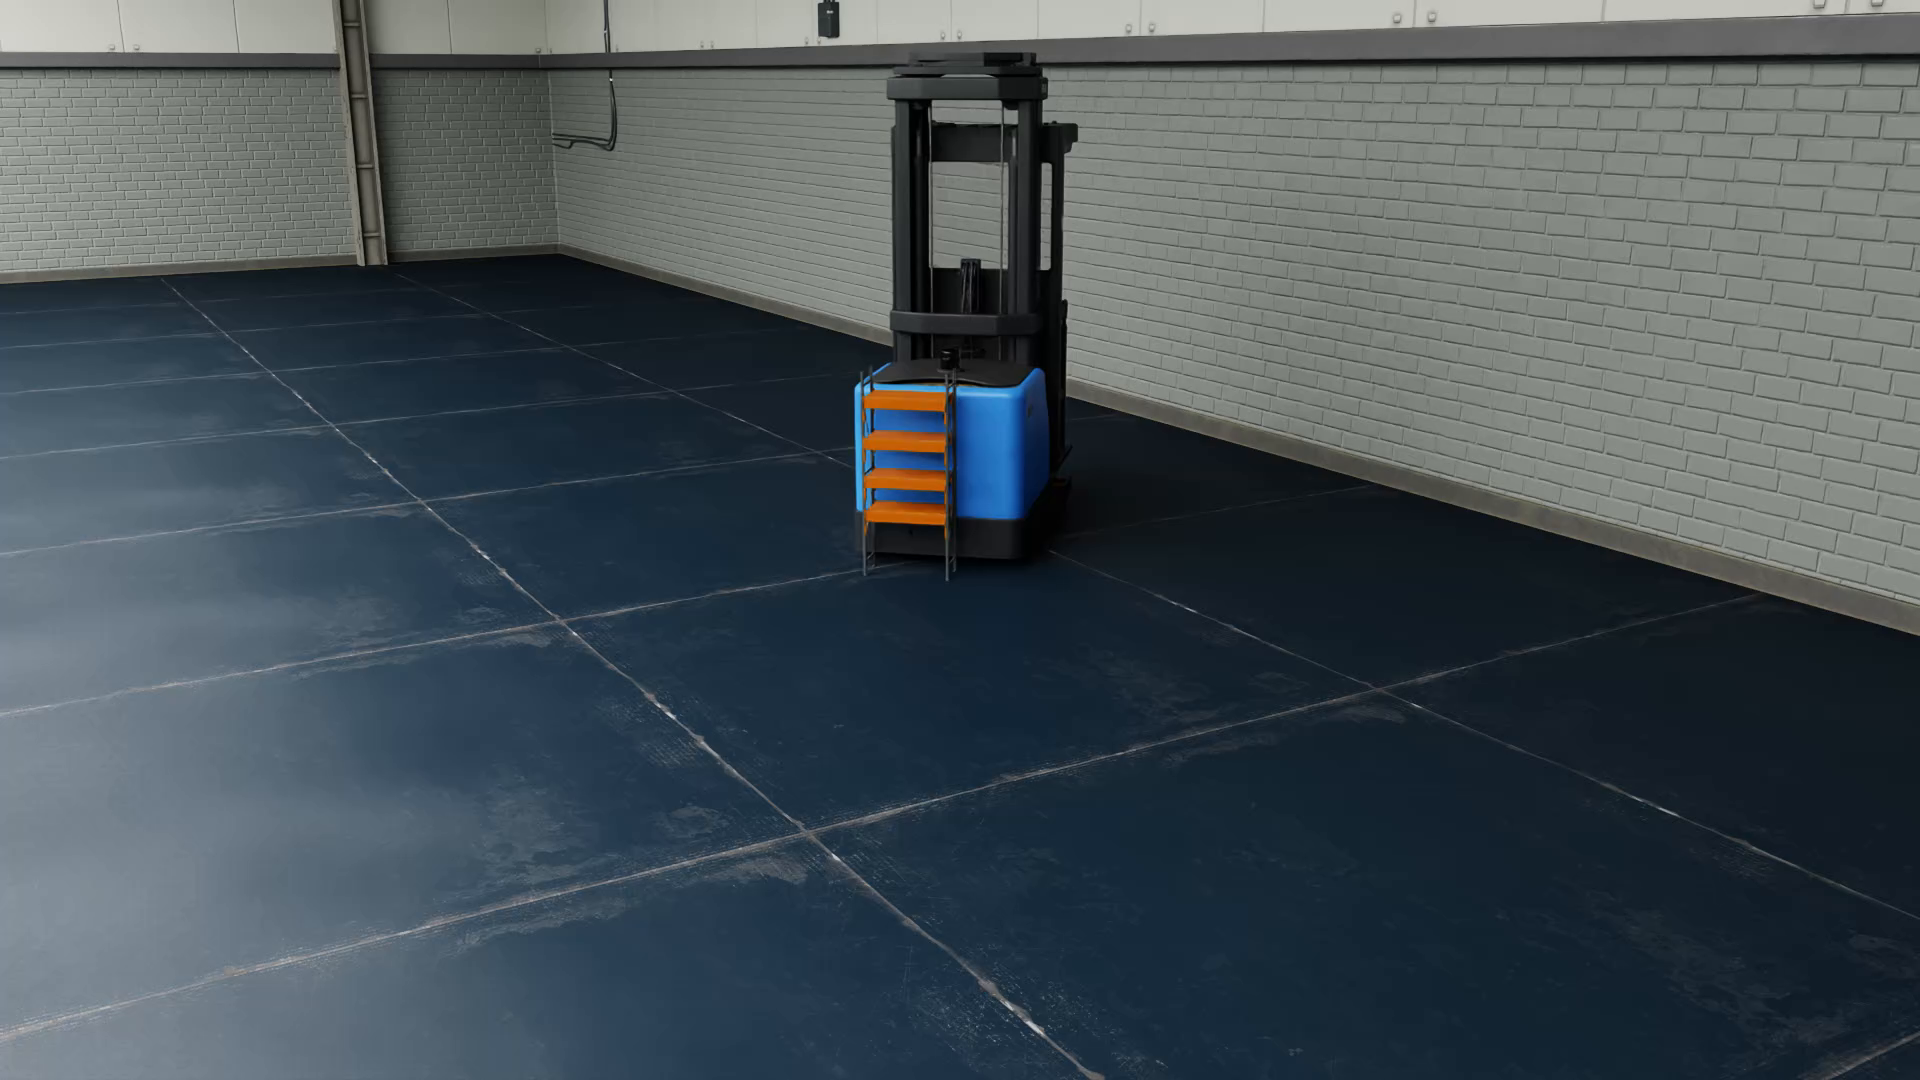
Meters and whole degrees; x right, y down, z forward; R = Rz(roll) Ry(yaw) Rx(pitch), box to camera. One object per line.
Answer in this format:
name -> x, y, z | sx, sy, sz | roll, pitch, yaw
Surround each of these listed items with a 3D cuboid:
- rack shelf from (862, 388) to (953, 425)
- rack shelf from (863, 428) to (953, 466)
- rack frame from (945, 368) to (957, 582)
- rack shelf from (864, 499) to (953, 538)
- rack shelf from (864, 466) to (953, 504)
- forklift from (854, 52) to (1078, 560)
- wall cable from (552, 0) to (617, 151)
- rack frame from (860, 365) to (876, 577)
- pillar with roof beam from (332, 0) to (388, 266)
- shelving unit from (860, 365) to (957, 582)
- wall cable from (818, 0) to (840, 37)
rack shelf -> -0.290, -0.761, 9.445 | 0.480, 0.148, 0.258 | 3, 16, 11
rack shelf -> -0.290, -0.533, 9.509 | 0.480, 0.148, 0.258 | 3, 16, 11
rack frame -> -0.051, -0.370, 9.506 | 0.015, 1.200, 0.240 | 3, 16, 11
rack shelf -> -0.290, -0.127, 9.623 | 0.480, 0.148, 0.258 | 3, 16, 11
rack shelf -> -0.290, -0.318, 9.570 | 0.480, 0.148, 0.258 | 3, 16, 11
forklift -> 0.158, -1.650, 10.865 | 1.130, 2.935, 3.031 | 3, 16, 11
wall cable -> -5.793, -7.166, 25.053 | 0.112, 2.526, 3.097 | -9, 18, -30
rack frame -> -0.530, -0.395, 9.597 | 0.015, 1.200, 0.240 | 3, 16, 11
pillar with roof beam -> -6.782, -7.561, 20.711 | 0.400, 9.000, 9.100 | -9, 18, -30
shelving unit -> -0.290, -0.383, 9.551 | 0.503, 1.200, 0.258 | 3, 16, 11
wall cable -> -0.917, -8.100, 16.332 | 0.169, 6.003, 2.305 | -9, 18, -30
